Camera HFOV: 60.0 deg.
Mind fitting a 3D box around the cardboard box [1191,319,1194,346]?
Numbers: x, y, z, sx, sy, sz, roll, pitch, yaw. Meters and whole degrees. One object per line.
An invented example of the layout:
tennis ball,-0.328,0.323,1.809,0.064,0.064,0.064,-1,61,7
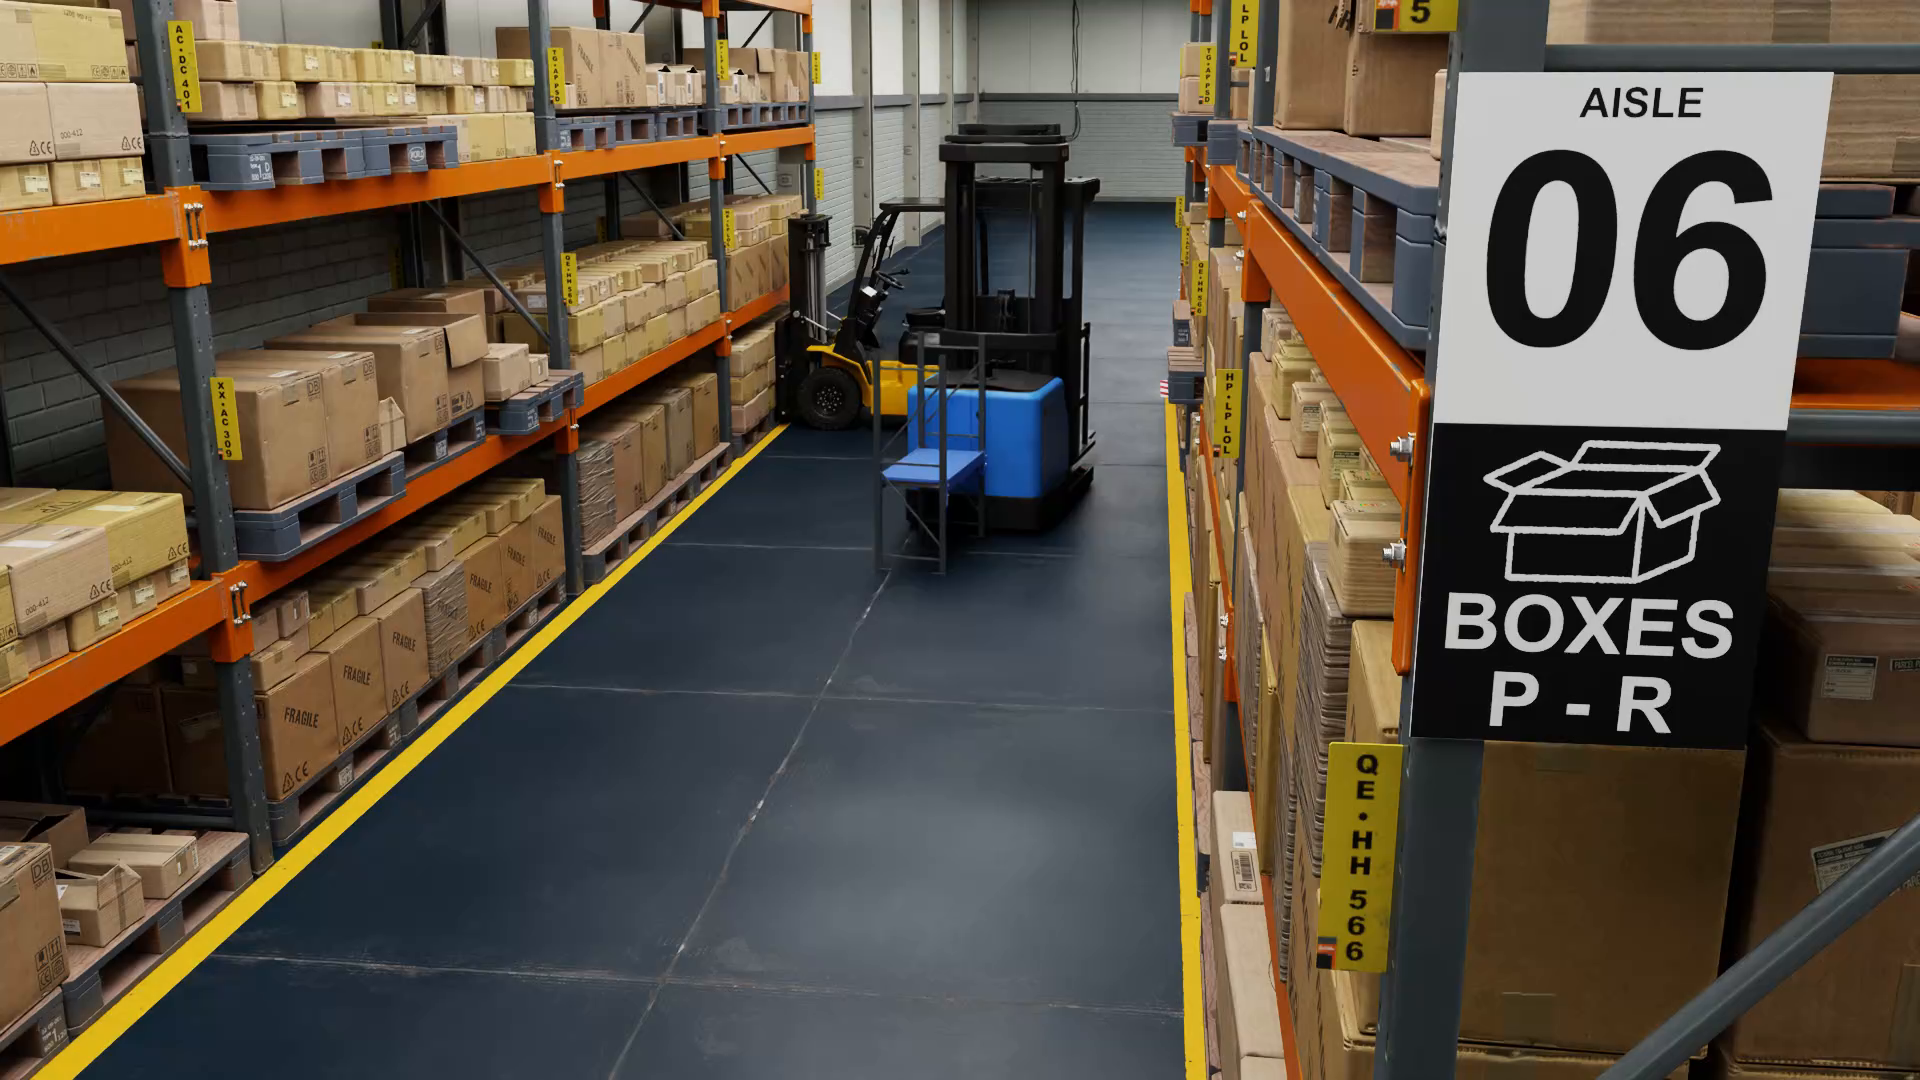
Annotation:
cardboard box,1.767,-1.410,11.307,0.380,0.149,0.250,2,15,7

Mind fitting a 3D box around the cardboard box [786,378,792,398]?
cardboard box,-1.968,-1.532,16.545,0.500,0.250,0.500,2,15,8

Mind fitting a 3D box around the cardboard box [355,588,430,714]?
cardboard box,-3.027,0.548,8.373,0.500,0.500,0.500,1,15,5

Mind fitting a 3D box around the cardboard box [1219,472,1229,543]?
cardboard box,1.376,-0.108,7.100,0.500,0.250,0.500,1,15,5

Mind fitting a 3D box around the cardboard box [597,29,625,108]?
cardboard box,-2.683,-3.169,11.199,0.700,0.500,0.500,1,15,5

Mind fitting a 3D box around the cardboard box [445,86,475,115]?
cardboard box,-2.853,-2.376,8.979,0.380,0.149,0.250,2,15,6

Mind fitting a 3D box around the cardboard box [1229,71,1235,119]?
cardboard box,2.112,-2.856,11.033,0.797,0.503,0.637,2,15,6

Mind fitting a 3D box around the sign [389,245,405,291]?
sign,-3.516,-1.681,10.415,0.100,0.325,0.005,2,15,6

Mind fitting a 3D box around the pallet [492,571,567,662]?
pallet,-3.086,0.432,10.161,1.003,0.211,1.213,2,15,6

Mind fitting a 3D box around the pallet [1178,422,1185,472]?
pallet,2.460,-0.828,14.820,1.003,0.211,1.213,2,15,6

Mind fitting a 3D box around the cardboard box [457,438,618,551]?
cardboard box,-2.880,-0.325,11.360,0.875,0.625,0.625,2,15,8

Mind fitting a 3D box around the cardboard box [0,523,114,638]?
cardboard box,-3.273,0.129,5.655,0.500,0.250,0.500,2,15,6

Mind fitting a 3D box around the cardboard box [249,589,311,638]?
cardboard box,-3.129,0.324,7.389,0.380,0.149,0.250,1,15,4

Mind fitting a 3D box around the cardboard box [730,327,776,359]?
cardboard box,-2.034,-1.880,15.916,0.500,0.250,0.500,2,15,8

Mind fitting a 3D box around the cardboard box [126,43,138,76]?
cardboard box,-3.491,-1.939,6.756,0.380,0.149,0.250,2,15,7

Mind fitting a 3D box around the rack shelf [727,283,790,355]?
rack shelf,-2.287,-2.316,16.357,1.077,0.370,4.000,2,15,6

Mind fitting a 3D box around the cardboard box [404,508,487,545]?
cardboard box,-2.917,-0.075,9.433,0.380,0.149,0.250,2,15,8

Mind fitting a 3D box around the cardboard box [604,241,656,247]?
cardboard box,-2.766,-2.421,13.934,0.380,0.149,0.250,1,15,5

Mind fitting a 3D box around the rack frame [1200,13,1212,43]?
rack frame,2.419,-4.895,13.025,1.000,3.000,0.127,2,15,6

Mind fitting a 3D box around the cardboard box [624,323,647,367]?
cardboard box,-2.559,-1.406,11.904,0.500,0.250,0.500,1,15,4

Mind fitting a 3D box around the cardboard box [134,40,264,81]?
cardboard box,-2.946,-1.855,6.445,0.380,0.149,0.250,2,15,8

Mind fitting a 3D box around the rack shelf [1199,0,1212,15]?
rack shelf,2.194,-3.836,11.253,1.077,0.370,4.000,2,15,6

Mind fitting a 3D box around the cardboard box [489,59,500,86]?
cardboard box,-2.844,-2.655,9.443,0.380,0.149,0.250,1,15,4

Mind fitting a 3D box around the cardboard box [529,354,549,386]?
cardboard box,-2.657,-1.007,9.815,0.380,0.149,0.250,2,15,7

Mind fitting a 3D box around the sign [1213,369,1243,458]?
sign,0.977,-0.458,6.044,0.100,0.325,0.005,2,15,6

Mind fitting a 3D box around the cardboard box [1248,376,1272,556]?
cardboard box,1.159,-0.208,5.077,0.500,0.500,0.500,1,15,6

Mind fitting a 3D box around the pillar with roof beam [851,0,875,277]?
pillar with roof beam,2.596,-8.909,27.870,9.100,9.000,0.400,2,15,6

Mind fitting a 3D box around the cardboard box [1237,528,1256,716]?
cardboard box,1.143,0.272,5.218,0.500,0.500,0.500,2,15,7

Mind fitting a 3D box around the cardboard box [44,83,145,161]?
cardboard box,-3.221,-1.456,5.771,0.500,0.250,0.500,2,15,6

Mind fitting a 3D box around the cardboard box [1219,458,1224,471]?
cardboard box,1.426,-0.479,7.516,0.500,0.250,0.500,2,15,8

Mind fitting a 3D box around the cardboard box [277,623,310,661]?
cardboard box,-3.156,0.462,7.448,0.380,0.149,0.250,1,15,5

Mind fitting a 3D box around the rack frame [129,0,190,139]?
rack frame,-3.416,-2.965,5.889,1.000,3.000,0.127,2,15,6

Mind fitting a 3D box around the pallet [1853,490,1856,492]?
pallet,7.337,-0.331,12.981,1.003,0.211,1.213,2,15,6

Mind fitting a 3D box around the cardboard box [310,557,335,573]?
cardboard box,-3.498,0.116,8.729,0.380,0.149,0.250,1,15,4

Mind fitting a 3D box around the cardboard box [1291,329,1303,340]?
cardboard box,1.223,-0.559,5.135,0.380,0.149,0.250,2,15,6

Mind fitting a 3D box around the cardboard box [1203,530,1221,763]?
cardboard box,1.601,0.501,7.828,0.875,0.875,0.875,2,15,8

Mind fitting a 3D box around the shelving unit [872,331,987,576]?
shelving unit,-0.198,-0.630,11.620,0.538,1.500,1.048,4,16,15

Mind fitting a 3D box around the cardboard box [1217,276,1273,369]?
cardboard box,1.489,-0.978,7.926,0.500,0.500,0.500,2,15,7

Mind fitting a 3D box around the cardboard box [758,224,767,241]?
cardboard box,-2.043,-2.912,15.749,0.380,0.149,0.250,1,15,4

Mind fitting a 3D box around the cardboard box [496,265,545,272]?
cardboard box,-3.110,-1.893,11.983,0.380,0.149,0.250,1,15,5

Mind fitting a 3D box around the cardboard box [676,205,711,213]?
cardboard box,-2.541,-3.137,16.012,0.380,0.149,0.250,2,15,8

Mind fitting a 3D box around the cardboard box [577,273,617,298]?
cardboard box,-2.586,-1.747,11.442,0.380,0.149,0.250,2,15,7

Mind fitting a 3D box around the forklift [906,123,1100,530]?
forklift,0.483,-1.828,13.308,1.130,2.935,3.031,4,16,15

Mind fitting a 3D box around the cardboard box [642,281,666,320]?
cardboard box,-2.504,-1.782,12.335,0.500,0.250,0.500,2,15,7

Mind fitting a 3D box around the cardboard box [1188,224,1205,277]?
cardboard box,2.082,-2.280,13.283,0.500,0.500,0.500,2,15,8

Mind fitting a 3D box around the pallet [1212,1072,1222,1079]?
pallet,1.218,1.934,4.604,1.003,0.211,1.213,2,15,6

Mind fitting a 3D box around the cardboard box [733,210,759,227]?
cardboard box,-2.089,-2.992,15.476,0.380,0.149,0.250,1,15,5

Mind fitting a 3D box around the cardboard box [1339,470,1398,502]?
cardboard box,0.926,-0.030,3.176,0.380,0.149,0.250,2,15,8

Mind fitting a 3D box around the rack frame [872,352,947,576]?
rack frame,-0.335,-0.503,11.148,0.500,1.500,0.032,4,16,15

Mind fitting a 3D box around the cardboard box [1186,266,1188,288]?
cardboard box,2.328,-2.582,15.202,0.500,0.500,0.500,2,15,8

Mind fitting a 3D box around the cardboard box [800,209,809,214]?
cardboard box,-1.822,-3.445,17.721,0.380,0.149,0.250,2,15,7

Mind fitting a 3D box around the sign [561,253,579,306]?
sign,-2.424,-1.614,10.318,0.100,0.325,0.005,2,15,6

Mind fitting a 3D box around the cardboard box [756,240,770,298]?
cardboard box,-2.105,-2.567,15.716,0.500,0.500,0.500,2,15,6

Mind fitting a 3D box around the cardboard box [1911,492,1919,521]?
cardboard box,7.151,-0.341,11.181,1.050,0.750,0.750,2,15,7

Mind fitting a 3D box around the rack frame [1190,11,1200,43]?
rack frame,2.871,-5.932,16.862,1.000,3.000,0.127,2,15,6

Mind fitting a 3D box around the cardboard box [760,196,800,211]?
cardboard box,-1.890,-3.523,17.439,0.380,0.149,0.250,2,15,6

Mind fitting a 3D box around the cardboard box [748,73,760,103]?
cardboard box,-2.044,-4.154,15.294,0.396,0.266,0.258,1,15,5

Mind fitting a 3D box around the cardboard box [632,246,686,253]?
cardboard box,-2.422,-2.281,13.417,0.380,0.149,0.250,2,15,6

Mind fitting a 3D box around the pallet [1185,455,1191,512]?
pallet,2.333,-0.451,13.425,1.003,0.211,1.213,2,15,6
